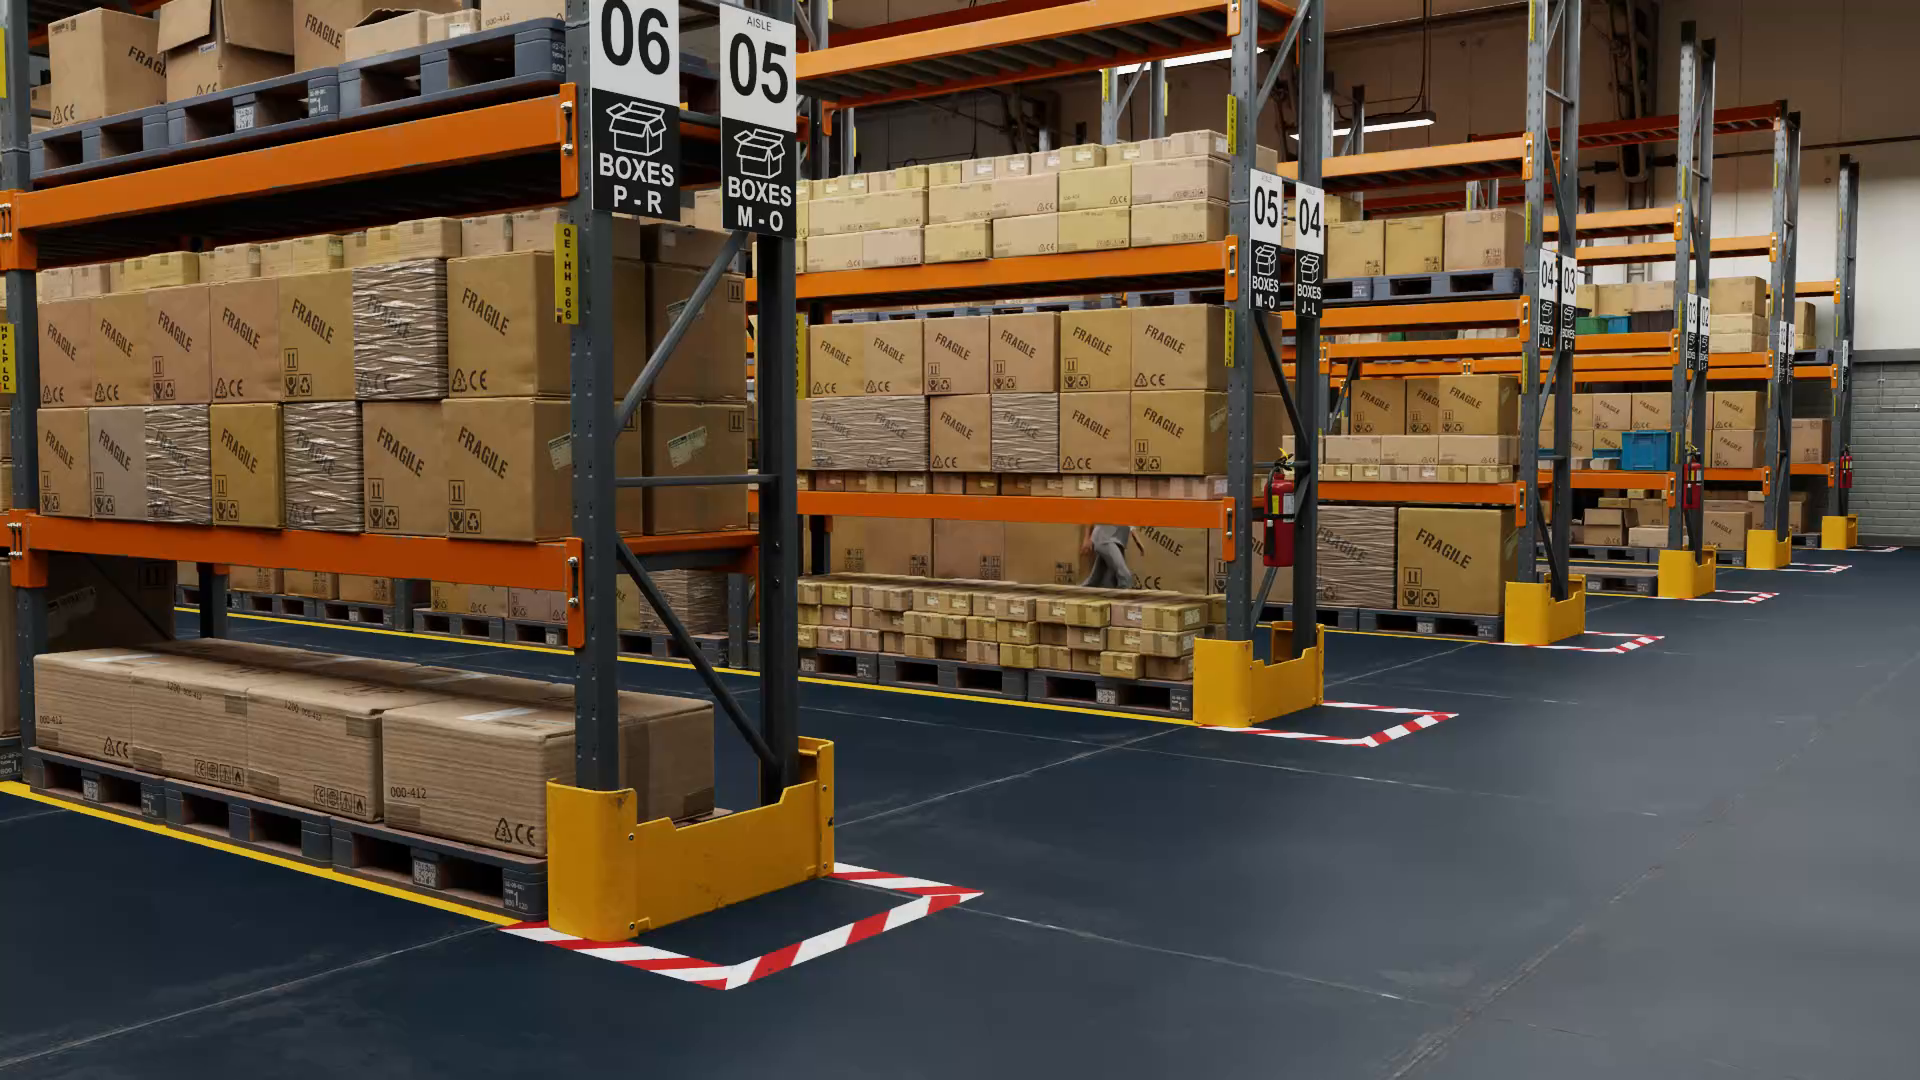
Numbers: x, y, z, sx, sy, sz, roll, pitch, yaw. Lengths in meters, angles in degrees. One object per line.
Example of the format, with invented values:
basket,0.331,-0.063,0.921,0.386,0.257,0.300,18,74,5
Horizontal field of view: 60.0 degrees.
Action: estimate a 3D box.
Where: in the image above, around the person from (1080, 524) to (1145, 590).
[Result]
person,1.313,0.032,14.240,0.962,1.507,0.496,2,4,29
